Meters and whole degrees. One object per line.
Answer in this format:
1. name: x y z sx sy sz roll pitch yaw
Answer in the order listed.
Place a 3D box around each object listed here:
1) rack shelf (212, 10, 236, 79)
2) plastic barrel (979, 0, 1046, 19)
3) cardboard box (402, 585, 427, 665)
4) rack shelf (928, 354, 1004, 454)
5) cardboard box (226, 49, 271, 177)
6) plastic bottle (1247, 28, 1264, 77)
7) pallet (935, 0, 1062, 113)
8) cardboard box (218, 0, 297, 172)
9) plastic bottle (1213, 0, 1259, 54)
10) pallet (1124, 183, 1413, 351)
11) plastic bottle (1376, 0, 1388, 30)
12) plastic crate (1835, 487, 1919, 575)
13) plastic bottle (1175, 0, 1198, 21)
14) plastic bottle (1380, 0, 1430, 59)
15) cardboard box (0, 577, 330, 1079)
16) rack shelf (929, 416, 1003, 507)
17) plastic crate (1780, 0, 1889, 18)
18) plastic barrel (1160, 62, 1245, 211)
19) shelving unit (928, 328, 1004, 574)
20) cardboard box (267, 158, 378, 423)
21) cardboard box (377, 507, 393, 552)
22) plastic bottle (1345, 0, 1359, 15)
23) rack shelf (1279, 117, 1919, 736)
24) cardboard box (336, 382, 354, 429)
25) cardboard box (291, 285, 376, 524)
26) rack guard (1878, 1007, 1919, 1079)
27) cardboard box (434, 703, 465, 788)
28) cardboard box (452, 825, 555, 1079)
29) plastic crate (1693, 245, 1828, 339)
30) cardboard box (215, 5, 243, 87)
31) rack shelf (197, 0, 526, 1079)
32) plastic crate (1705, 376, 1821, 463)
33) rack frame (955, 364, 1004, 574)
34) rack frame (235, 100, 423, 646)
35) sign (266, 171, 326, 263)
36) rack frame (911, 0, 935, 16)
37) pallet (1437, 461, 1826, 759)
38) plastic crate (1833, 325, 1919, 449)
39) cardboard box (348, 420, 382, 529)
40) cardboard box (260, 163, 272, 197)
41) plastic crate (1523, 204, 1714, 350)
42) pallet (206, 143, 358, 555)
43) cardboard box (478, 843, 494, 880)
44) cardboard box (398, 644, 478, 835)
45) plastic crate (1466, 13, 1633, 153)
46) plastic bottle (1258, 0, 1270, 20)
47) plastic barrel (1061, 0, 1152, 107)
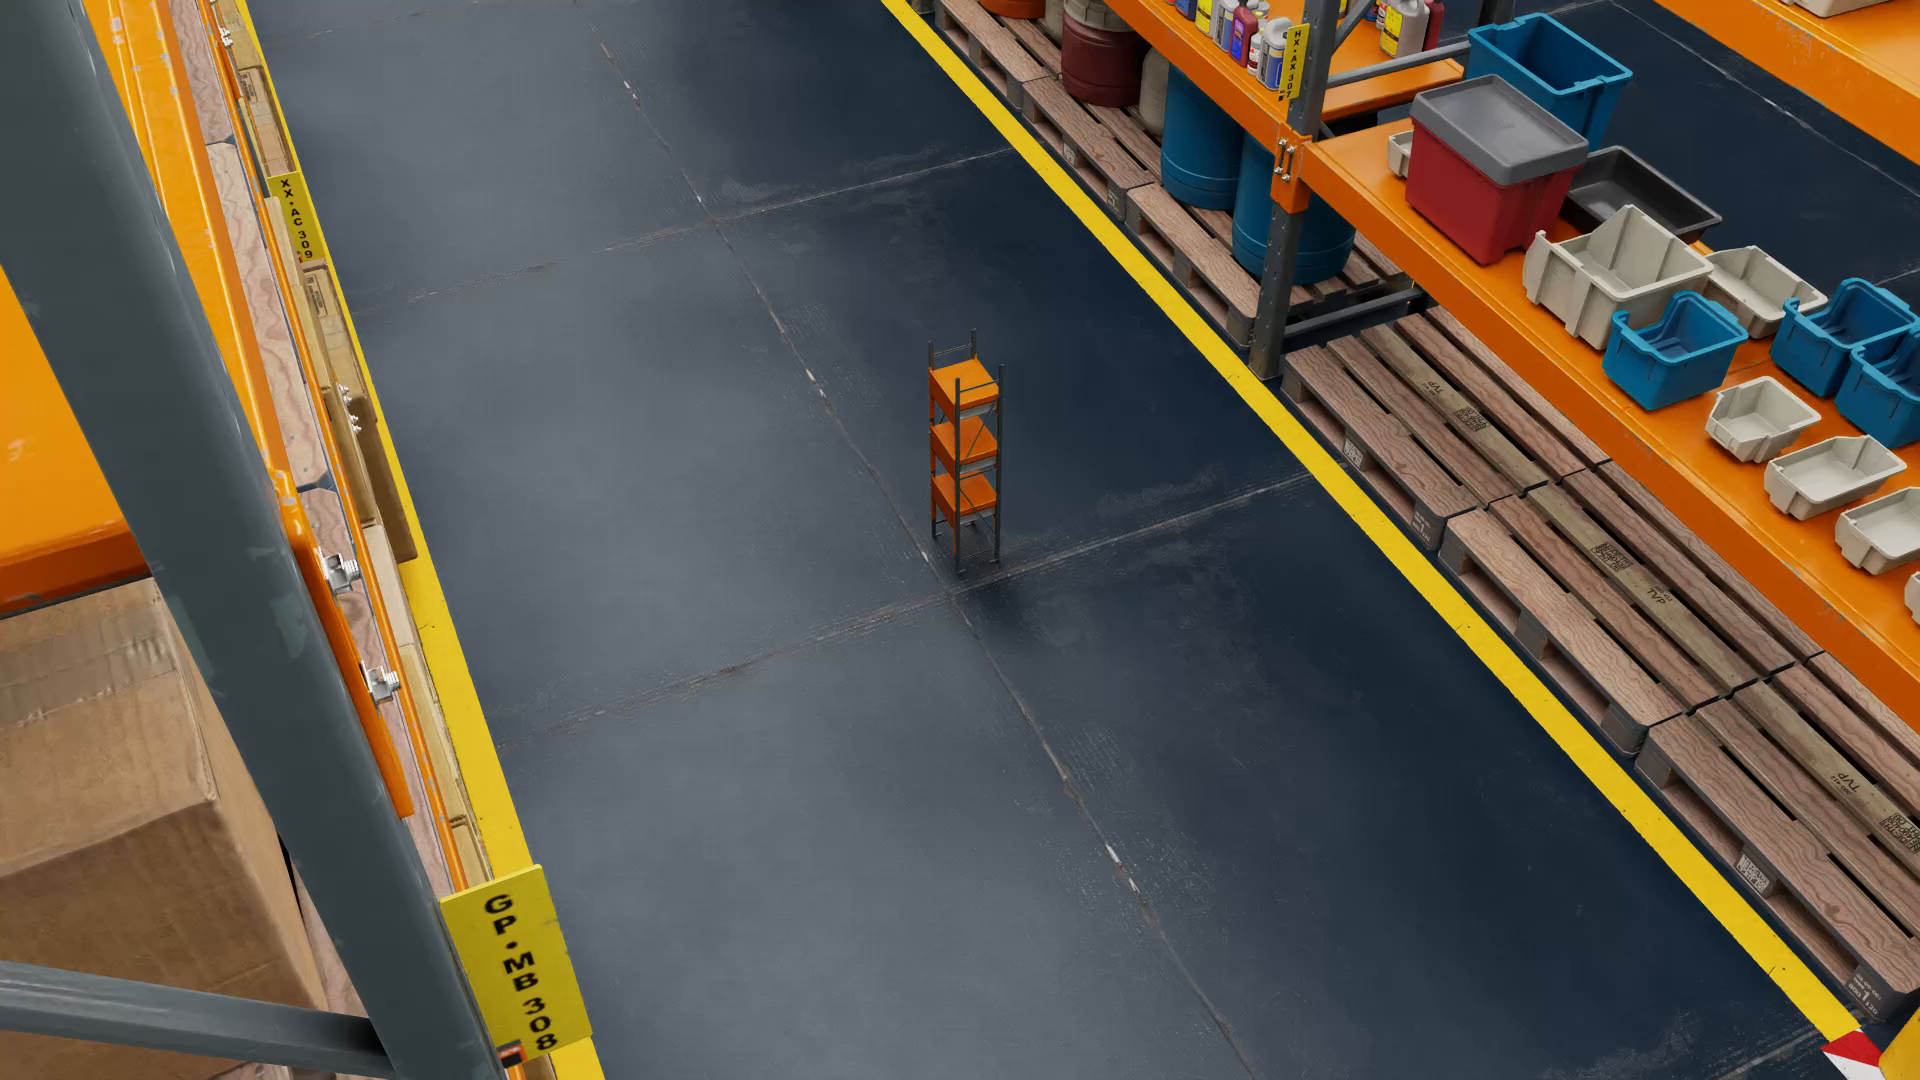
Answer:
1. rack shelf: -3.482 -2.622 6.017 1.077 0.370 4.000 -18 47 -17
2. plastic barrel: 0.392 -3.617 9.895 0.600 0.830 0.708 -18 47 -17
3. cardboard box: -1.782 0.307 4.851 0.380 0.149 0.250 -17 47 -17
4. rack shelf: 0.022 -0.534 6.524 0.215 0.259 0.240 -18 47 -17
5. cardboard box: -3.030 -1.577 6.510 0.500 0.500 0.500 -19 48 -18
6. plastic bottle: 1.320 -2.149 7.303 0.097 0.201 0.097 0 45 0
7. pallet: 0.540 -3.064 10.074 1.003 0.211 1.213 -18 47 -17
8. cardboard box: -4.051 -2.032 8.256 1.225 0.875 0.875 -20 48 -19
9. plastic bottle: 1.240 -2.343 7.446 0.152 0.276 0.135 -18 47 -17
10. pallet: 1.566 -1.510 8.498 1.003 0.211 1.213 -18 47 -17
11. plastic bottle: 1.965 -2.440 7.598 0.097 0.201 0.097 0 45 0
12. plastic crate: 2.919 -0.032 5.160 0.396 0.136 0.243 -18 47 -17
13. plastic bottle: 1.092 -2.588 7.641 0.144 0.351 0.185 -18 47 -17
14. plastic bottle: 1.982 -2.326 7.376 0.144 0.351 0.185 -18 47 -17
15. cardboard box: -1.226 0.410 1.991 0.700 0.500 0.500 -21 48 -20
16. rack shelf: 0.022 -0.332 6.723 0.215 0.259 0.240 -18 47 -17
17. plastic crate: 2.441 -1.666 4.724 0.437 0.136 0.530 -18 47 -17
18. plastic barrel: 1.342 -2.204 8.412 0.600 0.901 0.708 -18 47 -17
19. shelving unit: 0.022 -0.340 6.716 0.215 1.050 0.252 -18 47 -17
20. cardboard box: -3.305 -0.900 7.109 1.225 0.875 0.875 -20 48 -19
21. cardboard box: -1.999 -0.021 5.183 0.380 0.149 0.250 -19 48 -18
22. plastic bottle: 1.850 -2.595 7.701 0.152 0.276 0.135 -18 47 -17
23. rack shelf: 2.694 -0.468 5.969 1.077 0.370 4.000 -18 47 -17
24. cardboard box: -2.215 -0.348 5.515 0.380 0.149 0.250 -18 47 -17
25. cardboard box: -1.998 -0.320 4.669 0.500 0.500 0.500 -18 47 -17
26. rack guard: 3.557 1.452 5.291 1.175 0.500 0.348 -18 47 -17
27. cardboard box: -1.569 0.633 4.521 0.380 0.149 0.250 -17 47 -17
28. cardboard box: -1.126 0.990 3.341 0.500 0.500 0.500 -19 48 -18
29. plastic crate: 2.858 -0.905 6.045 0.293 0.136 0.466 -18 47 -17
30. cardboard box: -3.465 -2.229 7.171 0.500 0.500 0.500 -19 48 -19
31. rack shelf: -1.800 -0.073 3.433 1.077 0.370 4.000 -18 47 -17
32. plastic crate: 2.638 -0.385 5.519 0.298 0.136 0.250 -18 47 -17
33. rack frame: 0.074 -0.262 6.637 0.200 1.050 0.008 -18 47 -17
34. rack frame: -2.641 -0.535 5.526 1.000 3.000 0.127 -18 47 -17
35. sign: -2.138 -1.037 5.361 0.100 0.325 0.005 -18 47 -17
36. rack frame: 0.171 -4.547 9.592 1.000 3.000 0.127 -18 47 -17
37. pallet: 2.714 0.230 6.735 1.003 0.211 1.213 -18 47 -17
38. plastic crate: 3.176 -0.505 5.571 0.416 0.233 0.300 -18 47 -17
39. cardboard box: -1.997 -0.055 4.934 0.500 0.250 0.500 -17 47 -16
40. cardboard box: -2.607 -0.938 5.863 0.500 0.500 0.500 -18 47 -17
41. plastic crate: 2.328 -0.950 5.987 0.437 0.282 0.530 -18 47 -17
42. pallet: -1.797 -0.271 3.185 1.003 0.211 1.213 -18 47 -17
43. cardboard box: -1.352 0.961 4.188 0.380 0.149 0.250 -19 48 -18
44. cardboard box: -1.573 0.594 4.276 0.500 0.250 0.500 -19 48 -18
45. plastic crate: 2.359 -1.817 6.793 0.392 0.384 0.575 -18 47 -17
46. plastic bottle: 1.346 -2.365 7.521 0.097 0.201 0.097 0 45 0
47. plastic barrel: 0.867 -2.812 9.251 0.600 0.588 0.708 -18 47 -17
